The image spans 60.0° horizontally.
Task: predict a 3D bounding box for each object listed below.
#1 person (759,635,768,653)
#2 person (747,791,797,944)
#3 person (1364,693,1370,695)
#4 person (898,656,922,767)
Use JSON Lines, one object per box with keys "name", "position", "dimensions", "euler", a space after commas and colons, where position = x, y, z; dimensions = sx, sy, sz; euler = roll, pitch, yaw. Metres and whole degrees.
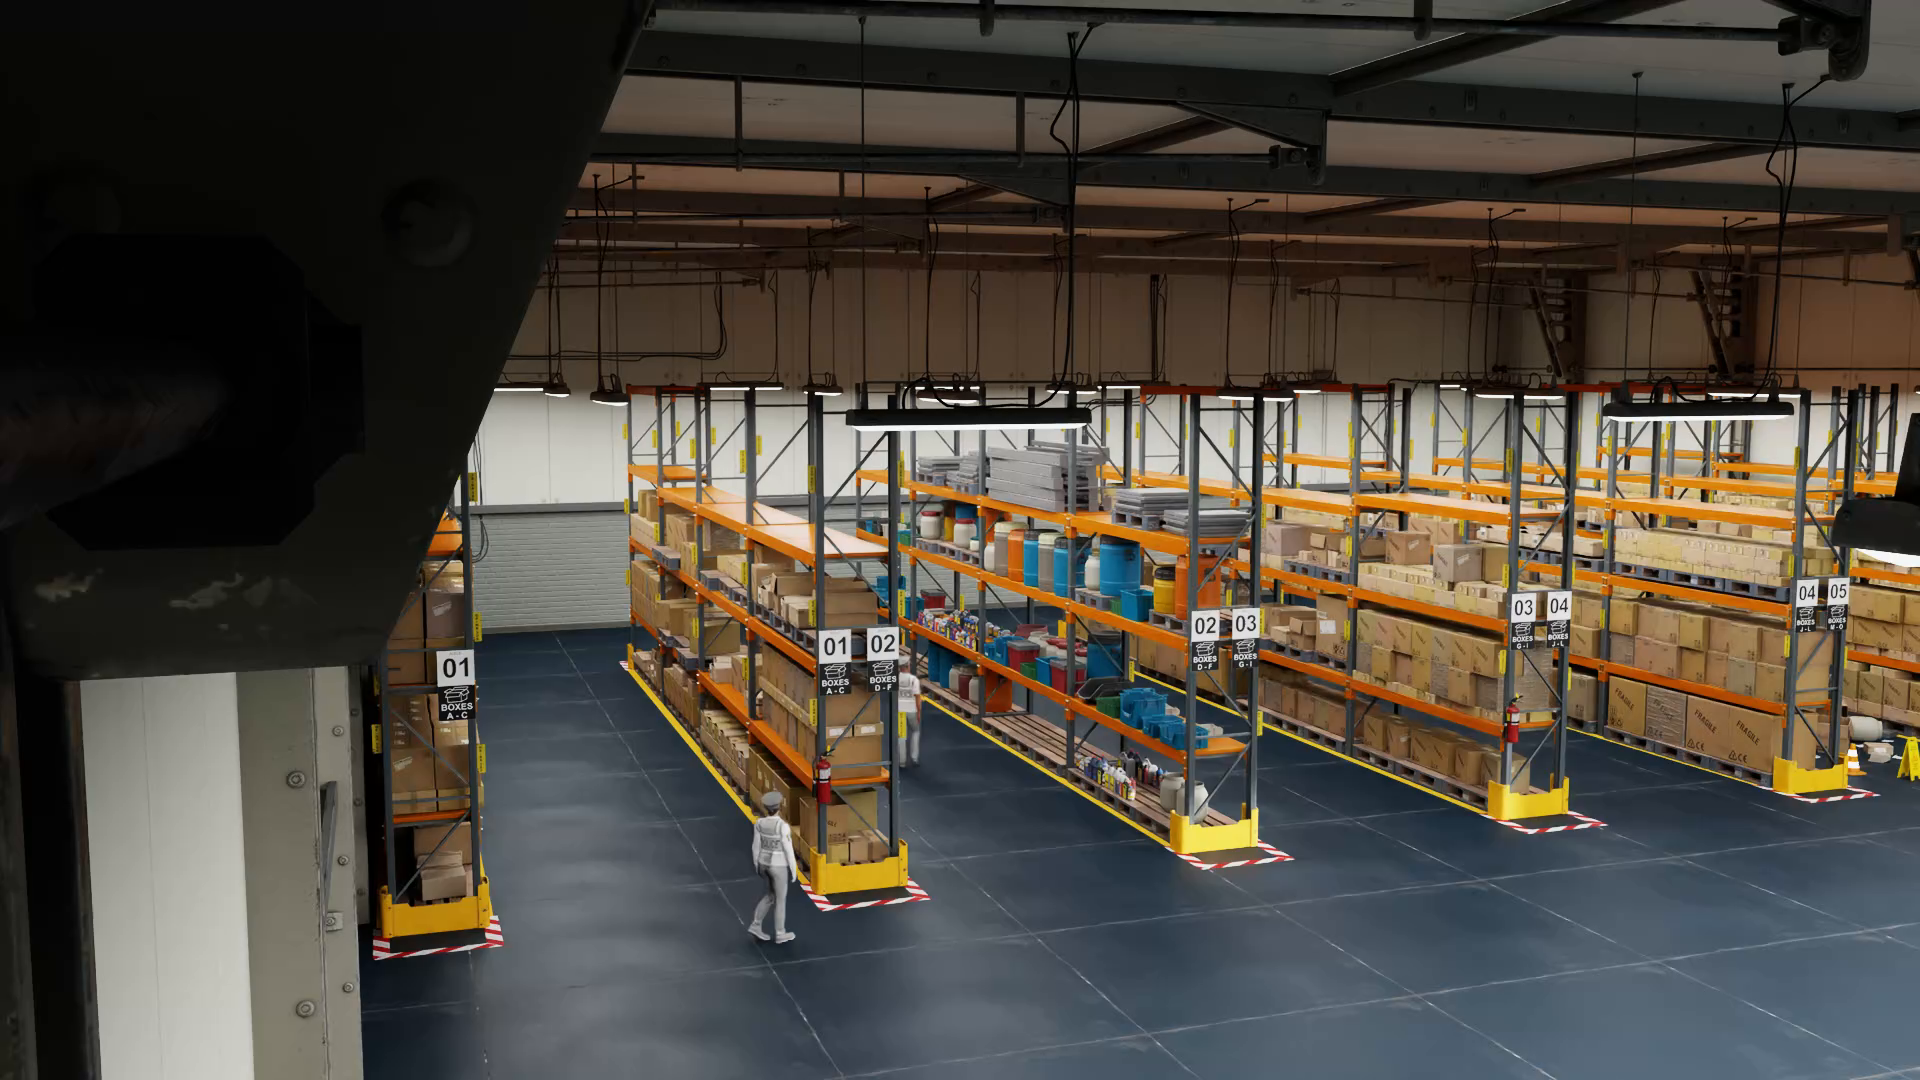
{"name": "person", "position": [-3.918, 2.047, 32.526], "dimensions": [0.542, 1.722, 1.045], "euler": [-2, 6, -21]}
{"name": "person", "position": [-2.053, 3.608, 18.337], "dimensions": [0.526, 1.687, 0.459], "euler": [6, 8, 44]}
{"name": "person", "position": [7.995, 2.295, 32.039], "dimensions": [0.530, 1.558, 0.493], "euler": [3, 7, 29]}
{"name": "person", "position": [-0.856, 2.757, 26.443], "dimensions": [0.531, 1.863, 0.552], "euler": [1, 6, 5]}
